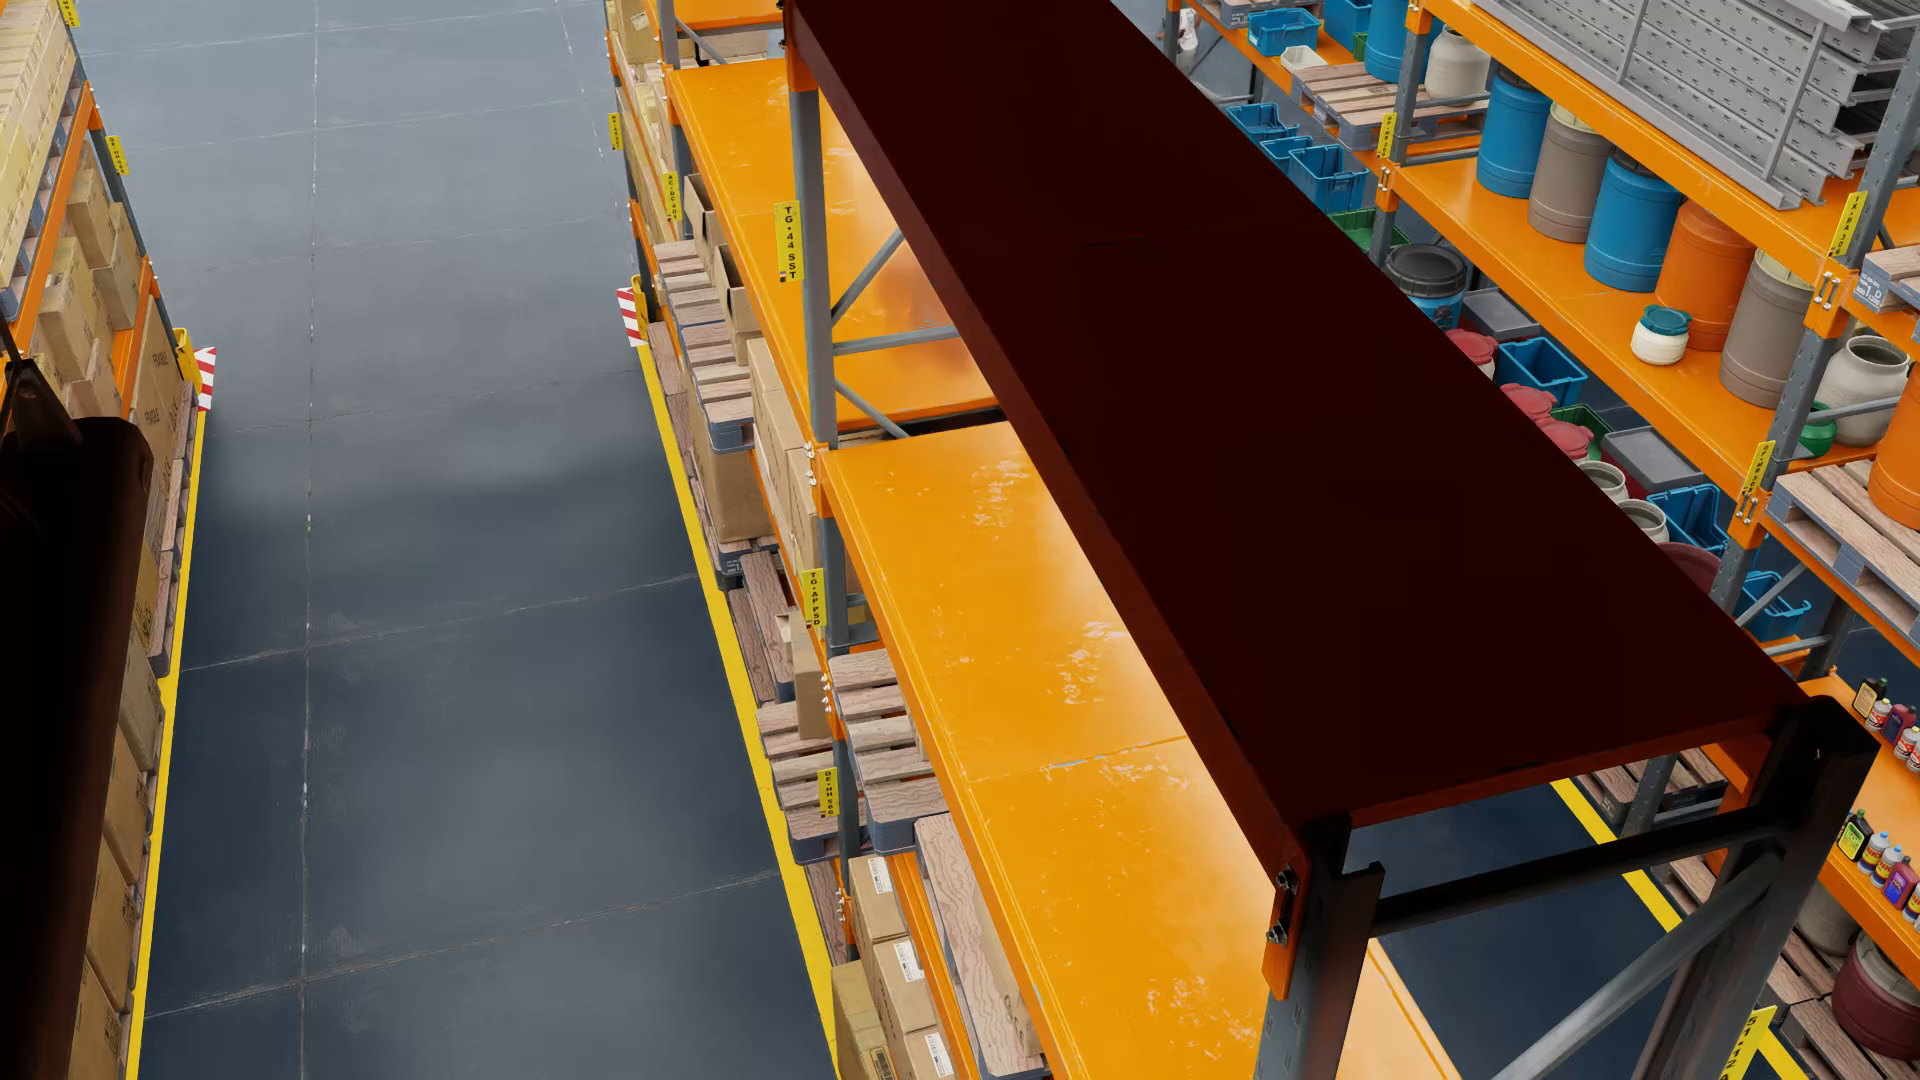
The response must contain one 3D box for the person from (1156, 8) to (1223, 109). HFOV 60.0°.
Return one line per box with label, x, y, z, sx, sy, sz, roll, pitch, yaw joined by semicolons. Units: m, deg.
person;2.467;-5.383;18.278;0.974;1.688;0.600;9;39;12
